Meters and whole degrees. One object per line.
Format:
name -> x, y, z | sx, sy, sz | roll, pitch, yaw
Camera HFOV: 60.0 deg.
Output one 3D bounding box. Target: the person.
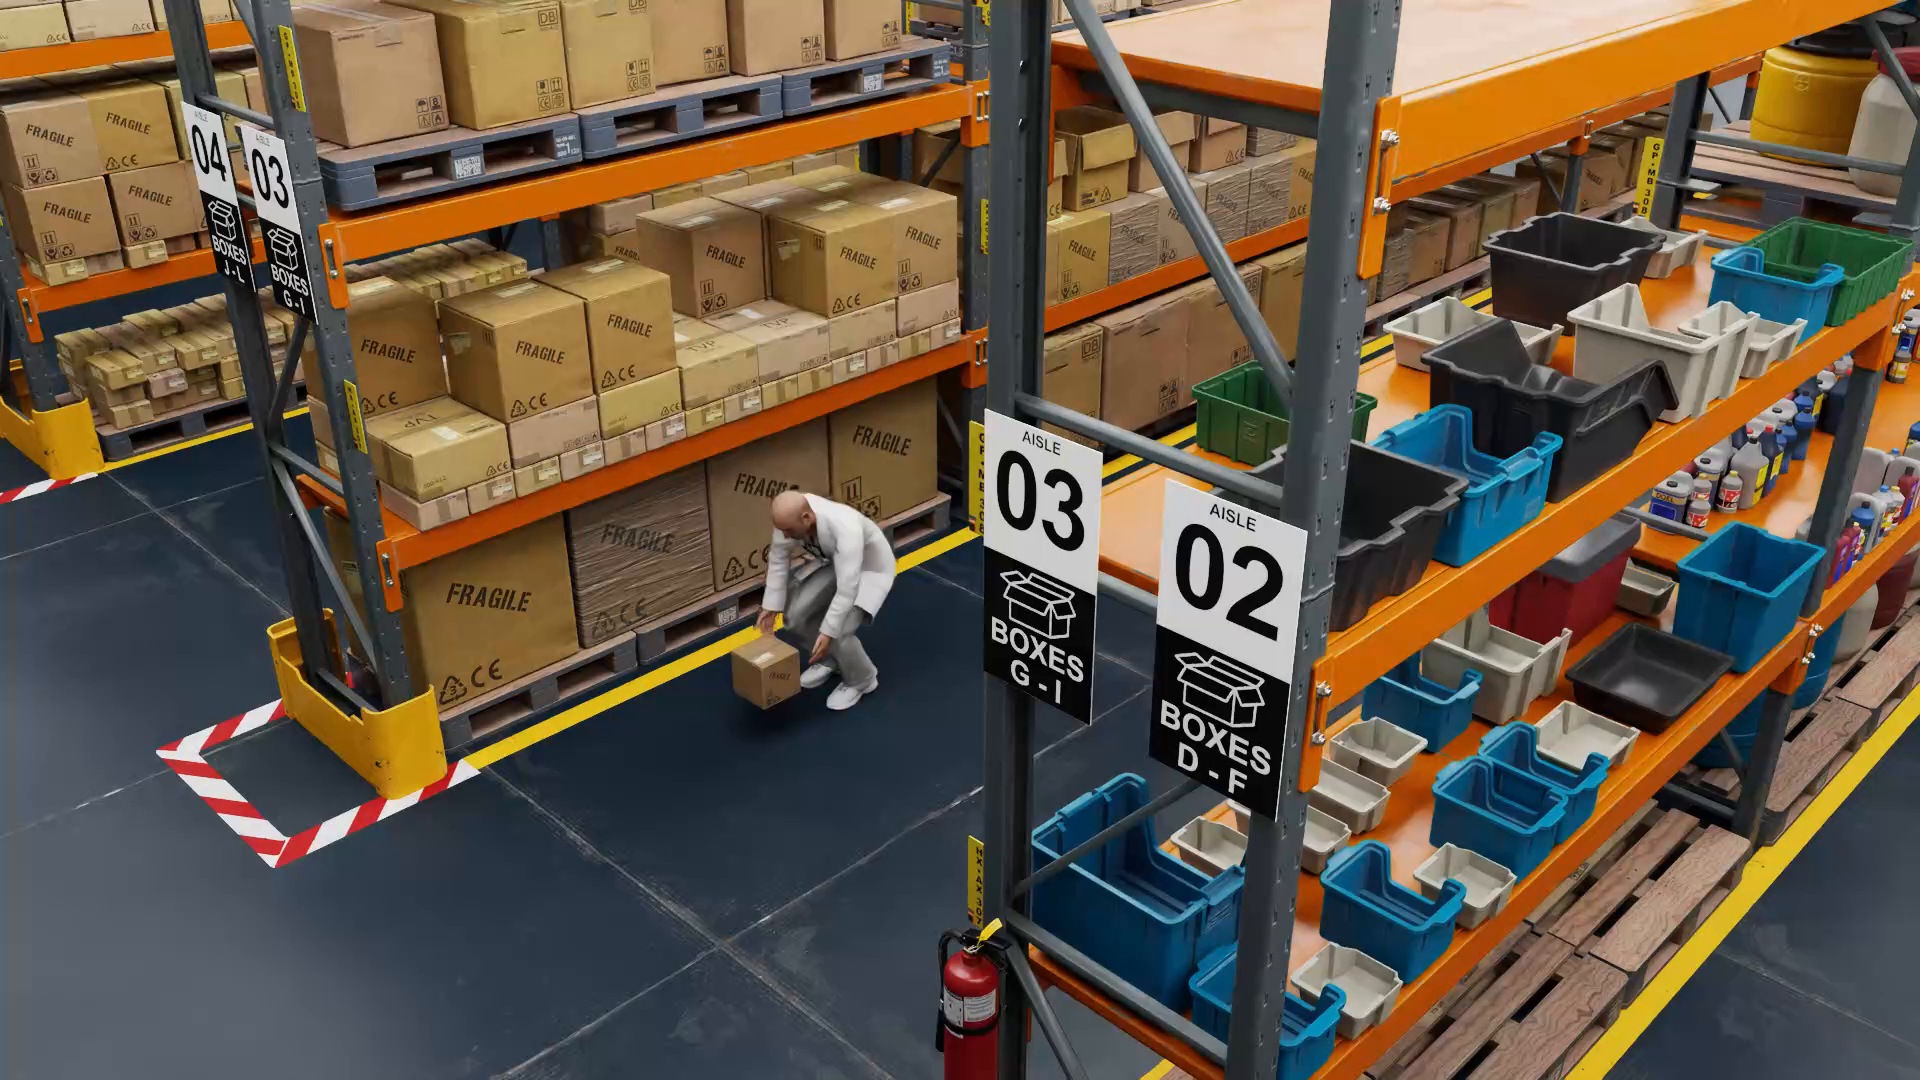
person -> -0.657, 0.251, 8.683 | 0.633, 1.293, 0.775 | 24, 36, 39
